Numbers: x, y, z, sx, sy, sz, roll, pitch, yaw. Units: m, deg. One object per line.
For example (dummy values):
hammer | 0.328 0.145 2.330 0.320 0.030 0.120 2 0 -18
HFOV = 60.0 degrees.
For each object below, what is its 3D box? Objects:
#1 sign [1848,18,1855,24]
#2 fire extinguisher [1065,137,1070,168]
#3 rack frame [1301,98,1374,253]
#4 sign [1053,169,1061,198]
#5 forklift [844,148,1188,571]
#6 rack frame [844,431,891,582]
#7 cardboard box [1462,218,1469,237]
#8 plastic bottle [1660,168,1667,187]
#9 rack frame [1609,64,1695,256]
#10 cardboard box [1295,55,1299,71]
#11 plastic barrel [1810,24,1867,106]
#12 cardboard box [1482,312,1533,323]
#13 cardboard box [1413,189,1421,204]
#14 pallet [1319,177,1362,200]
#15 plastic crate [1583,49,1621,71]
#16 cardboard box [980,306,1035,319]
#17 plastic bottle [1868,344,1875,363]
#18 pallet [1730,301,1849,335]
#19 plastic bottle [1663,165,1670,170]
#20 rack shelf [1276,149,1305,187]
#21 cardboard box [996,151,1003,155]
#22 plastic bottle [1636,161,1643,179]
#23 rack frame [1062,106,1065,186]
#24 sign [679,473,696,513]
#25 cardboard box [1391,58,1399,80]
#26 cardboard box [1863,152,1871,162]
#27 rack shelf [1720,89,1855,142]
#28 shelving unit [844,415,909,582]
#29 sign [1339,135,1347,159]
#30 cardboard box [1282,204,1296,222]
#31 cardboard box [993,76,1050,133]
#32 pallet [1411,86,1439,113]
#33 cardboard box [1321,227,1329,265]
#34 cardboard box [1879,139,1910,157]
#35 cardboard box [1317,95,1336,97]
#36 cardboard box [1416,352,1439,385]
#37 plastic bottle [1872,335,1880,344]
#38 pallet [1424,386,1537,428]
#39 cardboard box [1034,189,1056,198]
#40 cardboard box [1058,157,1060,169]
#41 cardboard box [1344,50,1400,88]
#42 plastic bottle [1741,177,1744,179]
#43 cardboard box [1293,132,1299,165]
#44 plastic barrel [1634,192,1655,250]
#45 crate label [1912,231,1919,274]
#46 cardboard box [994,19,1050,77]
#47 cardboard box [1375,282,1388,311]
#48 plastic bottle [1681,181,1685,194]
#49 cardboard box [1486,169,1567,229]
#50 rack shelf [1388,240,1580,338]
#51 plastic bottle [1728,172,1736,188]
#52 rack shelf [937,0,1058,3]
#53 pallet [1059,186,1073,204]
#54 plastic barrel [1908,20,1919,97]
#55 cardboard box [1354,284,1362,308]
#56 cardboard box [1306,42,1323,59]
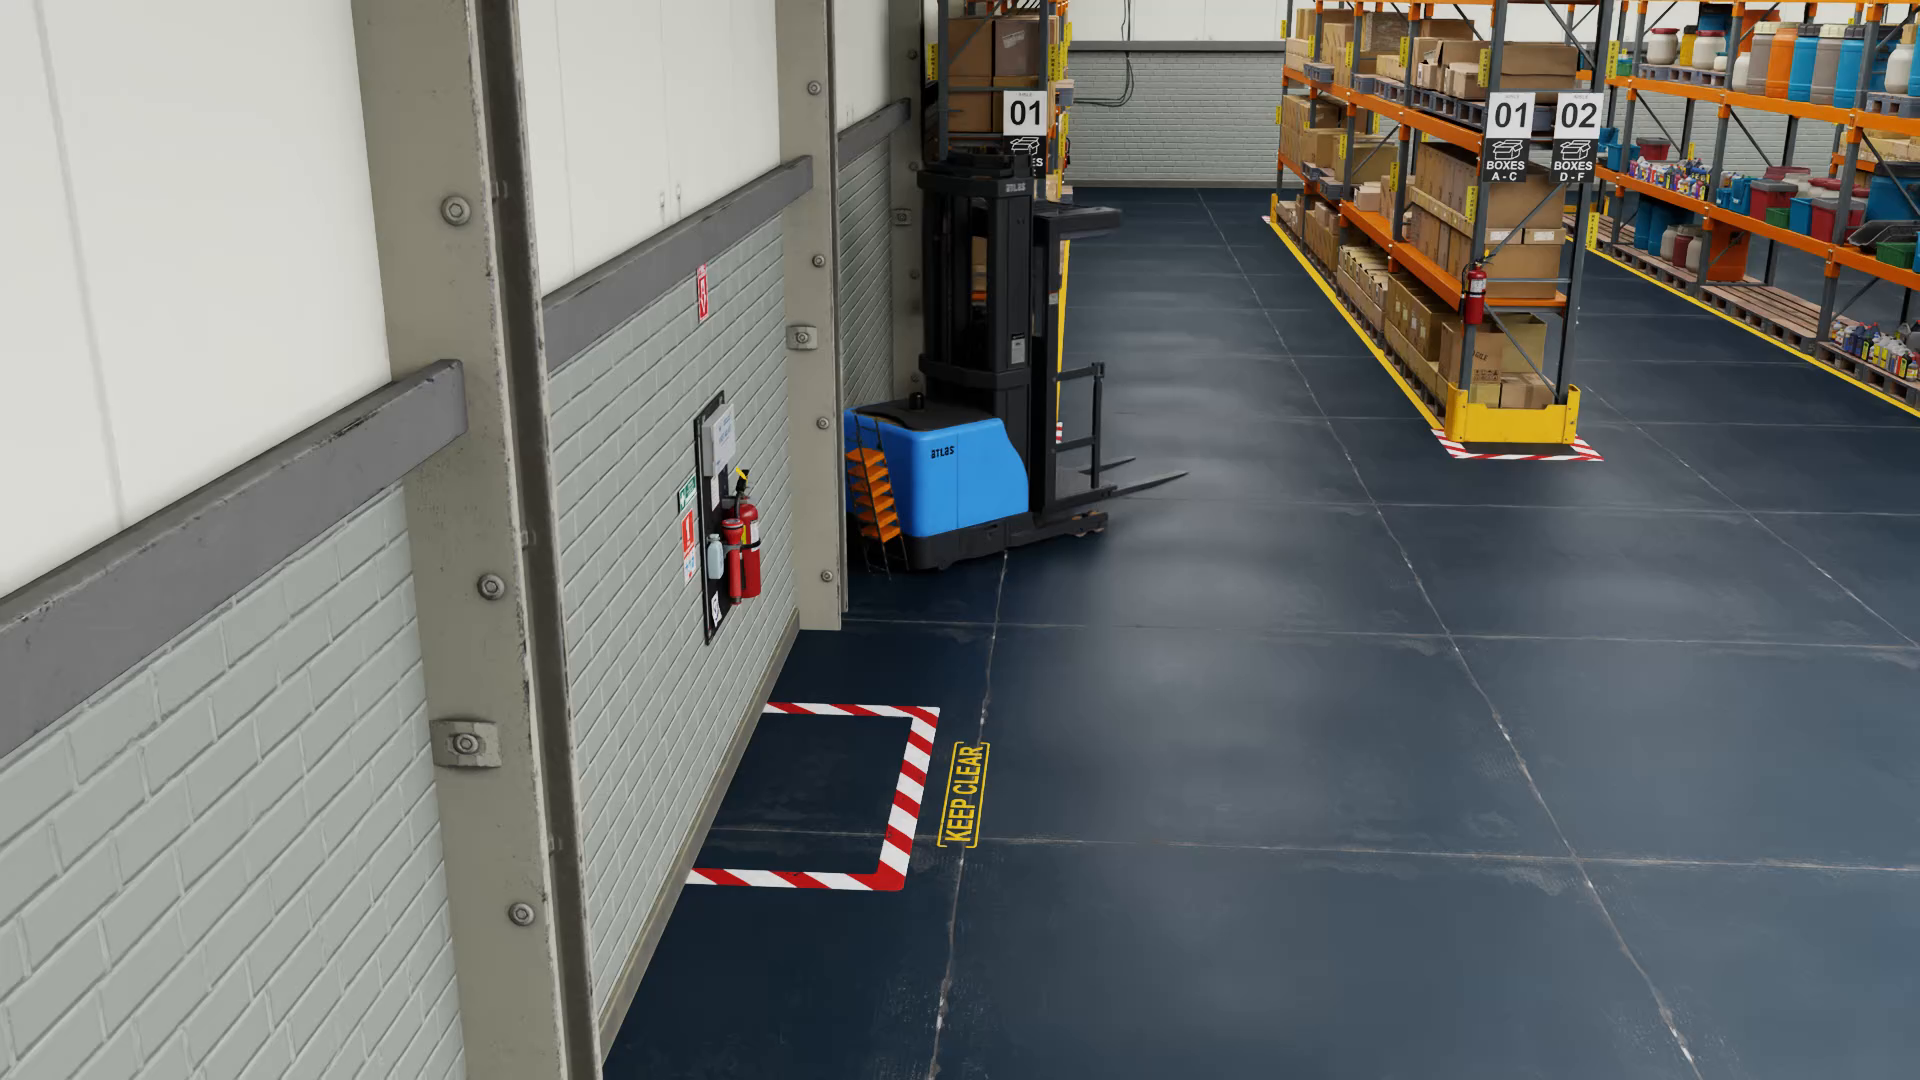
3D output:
sign | 15.719 -9.046 29.364 0.100 0.325 0.005 1 18 4
fire extinguisher | 1.921 -7.307 31.130 0.296 0.674 0.183 1 18 4
rack frame | 6.105 -6.133 26.823 1.000 3.000 0.127 1 18 4
sign | 1.132 -4.159 19.409 0.100 0.325 0.005 1 18 4
forklift | 0.538 -1.526 12.873 3.031 2.935 1.130 -14 23 -37
rack frame | -0.686 -0.249 11.805 0.006 1.200 0.240 -32 34 -35
cardboard box | 5.117 -3.045 16.198 0.380 0.149 0.250 1 18 3
plastic bottle | 10.506 -5.400 24.791 0.097 0.271 0.097 0 18 0
rack frame | 11.045 -6.021 26.482 1.000 3.000 0.127 1 18 4
cardboard box | 5.988 -8.110 28.279 0.500 0.250 0.500 1 18 4
plastic barrel | 10.338 -5.566 19.471 0.600 0.901 0.600 0 18 0
cardboard box | 5.562 -2.128 17.137 0.500 0.500 0.500 1 18 4
cardboard box | 5.301 -3.847 18.644 0.380 0.149 0.250 2 18 5
pallet | 5.796 -5.012 23.709 1.213 0.211 1.003 1 18 4
plastic crate | 10.948 -8.191 28.386 0.504 0.338 0.767 1 18 4
cardboard box | 0.626 -3.008 20.594 0.700 0.500 0.500 2 18 6
plastic bottle | 9.942 -2.028 18.084 0.097 0.201 0.097 0 18 0
pallet | 10.574 -2.836 21.240 1.003 0.211 1.213 1 18 4
plastic bottle | 10.717 -5.536 25.200 0.152 0.276 0.135 1 18 4
rack shelf | 6.248 -6.412 28.830 1.077 0.370 4.000 1 18 4
cardboard box | 0.840 -4.936 22.304 0.700 0.500 0.500 0 18 -1
plastic bottle | 10.587 -5.748 25.854 0.097 0.271 0.097 0 18 0
rack frame | 1.450 -7.485 30.948 1.000 3.000 0.127 1 18 4
sign | -1.288 -0.223 7.877 0.001 0.109 0.331 1 18 4
cardboard box | 5.770 -5.962 21.049 0.500 0.250 0.500 1 18 3
cardboard box | 15.846 -6.612 28.687 0.380 0.149 0.250 1 18 3
rack shelf | 10.615 -5.241 20.440 1.077 0.370 4.000 1 18 4
shelving unit | -0.622 -0.288 11.857 0.189 1.200 0.258 -32 34 -35
sign | 5.276 -5.412 22.891 0.100 0.325 0.005 1 18 4
cardboard box | 5.998 -5.805 29.530 0.500 0.250 0.500 1 18 4
cardboard box | 0.576 -4.096 15.597 0.500 0.500 0.500 2 18 5
pallet | 5.496 -4.766 17.977 1.003 0.211 1.213 1 18 4
cardboard box | 5.688 -4.368 24.745 0.500 0.500 0.500 1 18 2
cardboard box | 15.866 -6.600 28.012 0.500 0.250 0.500 1 18 3
cardboard box | 6.634 -7.754 30.002 0.500 0.500 0.500 1 18 3
cardboard box | 5.046 -1.783 17.289 0.500 0.250 0.500 1 18 4
plastic bottle | 10.013 -2.103 18.198 0.097 0.271 0.097 0 18 0
pallet | 5.257 -1.319 16.611 1.003 0.211 1.213 1 18 4
cardboard box | 0.751 -3.426 17.565 0.500 0.500 0.500 2 18 6
cardboard box | 1.167 -5.344 23.743 0.500 0.500 0.500 2 18 6
cardboard box | 5.816 -6.500 22.965 0.910 0.500 0.500 1 18 4
plastic bottle | 11.120 -5.025 23.649 0.097 0.271 0.097 0 18 0
cardboard box | 5.955 -6.661 28.274 0.500 0.500 0.500 2 18 5
plastic barrel | 10.989 -5.055 26.229 0.600 0.901 0.708 1 18 4
crate label | 10.047 -2.889 16.865 0.502 0.435 0.616 1 18 4
cardboard box | 0.573 -4.587 15.490 0.500 0.500 0.500 0 18 0
cardboard box | 5.274 -2.940 19.919 0.500 0.311 0.500 1 18 4
plastic bottle | 10.440 -5.078 23.922 0.097 0.201 0.097 0 18 0
cardboard box | 5.294 -3.231 15.723 0.700 0.500 0.500 1 18 4
rack shelf | 5.388 -2.685 17.456 1.077 0.370 4.000 1 18 4
plastic bottle | 11.240 -5.209 24.189 0.061 0.283 0.133 1 18 4
rack shelf | 0.446 -5.644 16.857 1.077 0.370 4.000 1 18 4
pallet | 0.932 -4.685 22.712 1.213 0.211 1.003 1 18 4
plastic barrel | 10.293 -5.093 17.352 0.600 0.901 0.708 1 18 4
cardboard box | 5.384 -3.151 21.462 0.500 0.250 0.500 2 18 5
cardboard box | 5.869 -7.882 26.781 0.500 0.250 0.500 1 18 4
